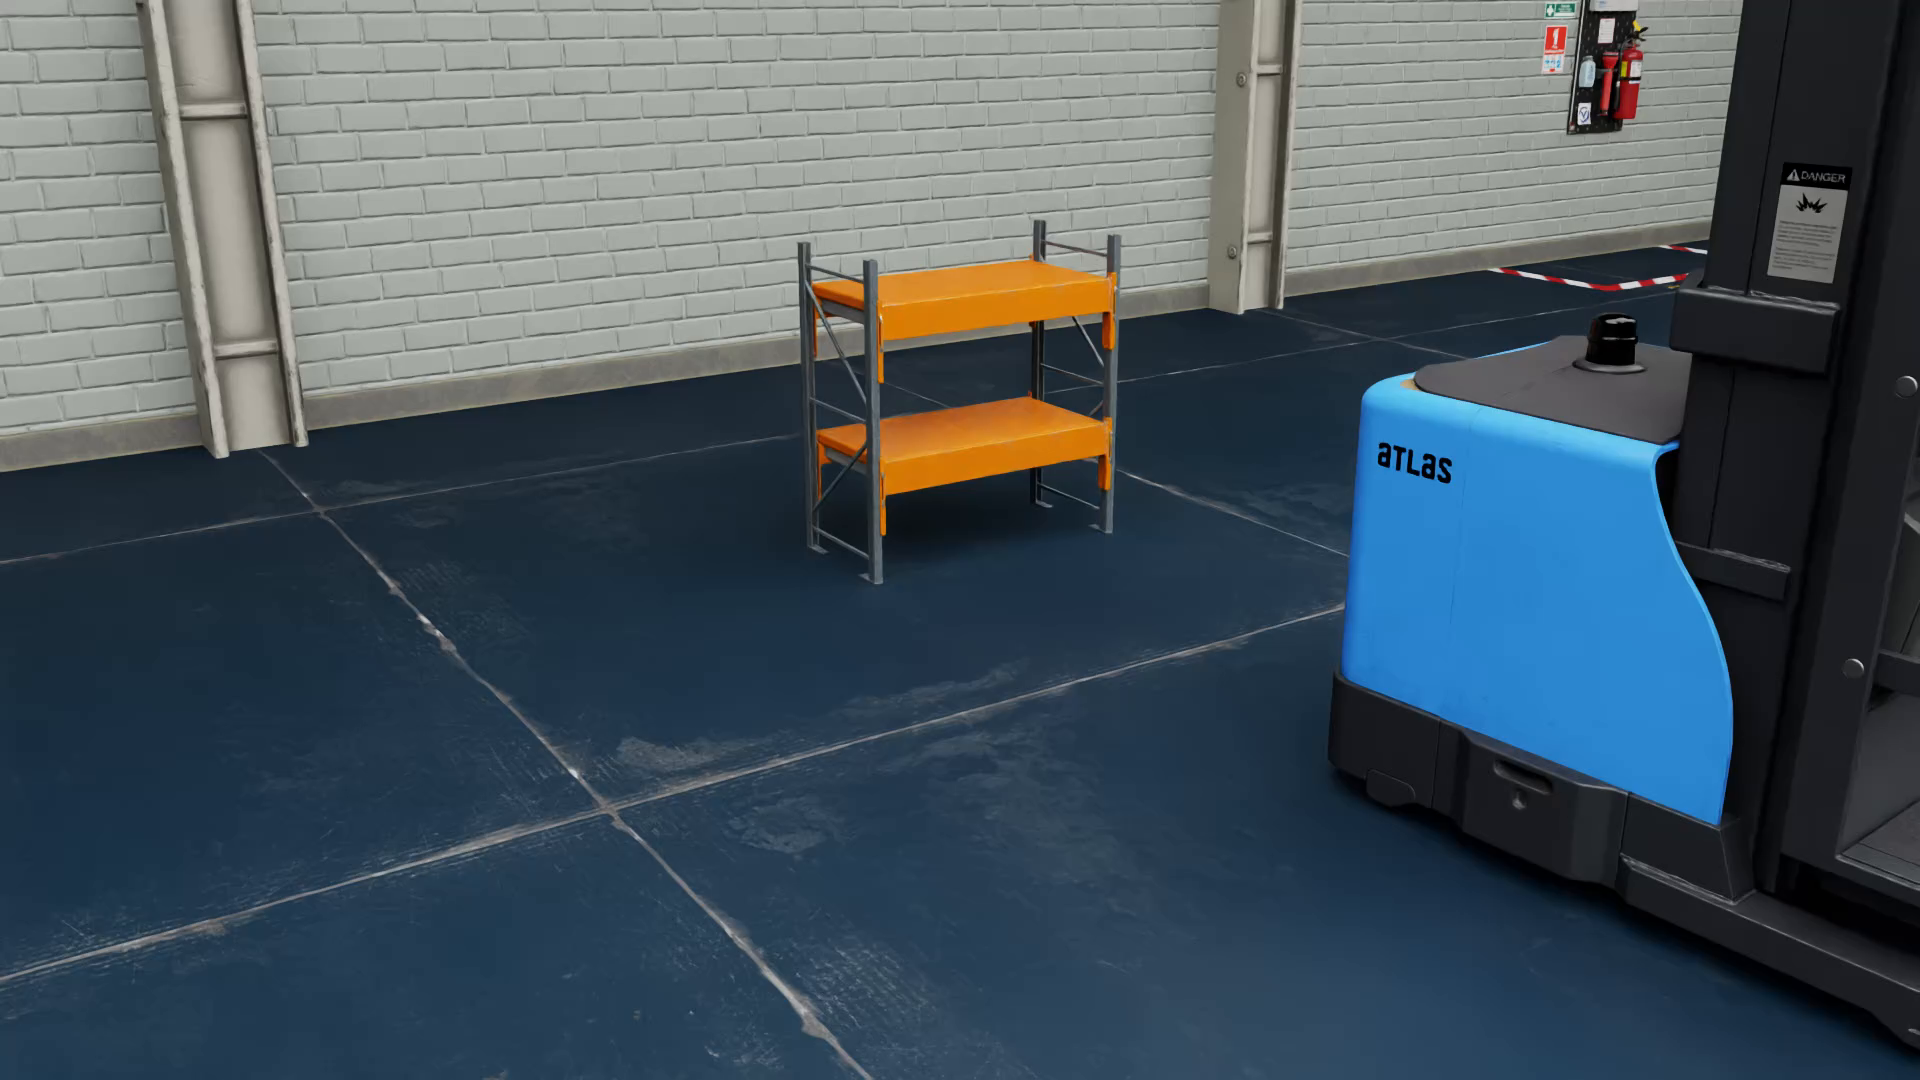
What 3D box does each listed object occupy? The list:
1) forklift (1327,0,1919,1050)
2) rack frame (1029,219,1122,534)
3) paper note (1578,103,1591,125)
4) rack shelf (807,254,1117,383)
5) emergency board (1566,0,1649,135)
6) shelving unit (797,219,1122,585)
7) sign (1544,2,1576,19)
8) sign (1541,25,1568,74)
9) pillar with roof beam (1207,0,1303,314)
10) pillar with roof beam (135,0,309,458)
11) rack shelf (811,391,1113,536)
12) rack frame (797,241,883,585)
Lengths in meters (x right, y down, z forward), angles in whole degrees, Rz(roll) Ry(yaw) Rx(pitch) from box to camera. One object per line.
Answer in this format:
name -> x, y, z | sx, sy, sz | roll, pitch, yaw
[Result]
forklift -> 2.272, -0.482, 3.093 | 1.130, 2.935, 3.031 | -14, 23, -36
rack frame -> 0.430, -0.624, 6.333 | 0.032, 1.125, 0.500 | -12, 22, -31
paper note -> 4.563, -3.113, 12.145 | 0.142, 0.148, 0.016 | -12, 22, -31
rack shelf -> 0.006, -0.811, 5.974 | 1.000, 0.278, 0.538 | -12, 22, -31
emergency board -> 4.749, -3.543, 12.042 | 0.643, 1.169, 0.194 | -12, 22, -31
shelving unit -> 0.006, -0.534, 6.068 | 1.048, 1.125, 0.538 | -12, 22, -31
sign -> 4.239, -3.740, 11.740 | 0.331, 0.109, 0.001 | -12, 22, -31
sign -> 4.230, -3.490, 11.829 | 0.234, 0.329, 0.001 | -12, 22, -31
pillar with roof beam -> 4.190, -4.602, 5.806 | 0.400, 9.000, 9.100 | -12, 22, -31
pillar with roof beam -> -0.821, -3.545, 2.680 | 0.400, 9.000, 9.100 | -12, 22, -31
rack shelf -> 0.006, -0.302, 6.146 | 1.000, 0.278, 0.538 | -12, 22, -31
rack frame -> -0.419, -0.445, 5.803 | 0.032, 1.125, 0.500 | -12, 22, -31
